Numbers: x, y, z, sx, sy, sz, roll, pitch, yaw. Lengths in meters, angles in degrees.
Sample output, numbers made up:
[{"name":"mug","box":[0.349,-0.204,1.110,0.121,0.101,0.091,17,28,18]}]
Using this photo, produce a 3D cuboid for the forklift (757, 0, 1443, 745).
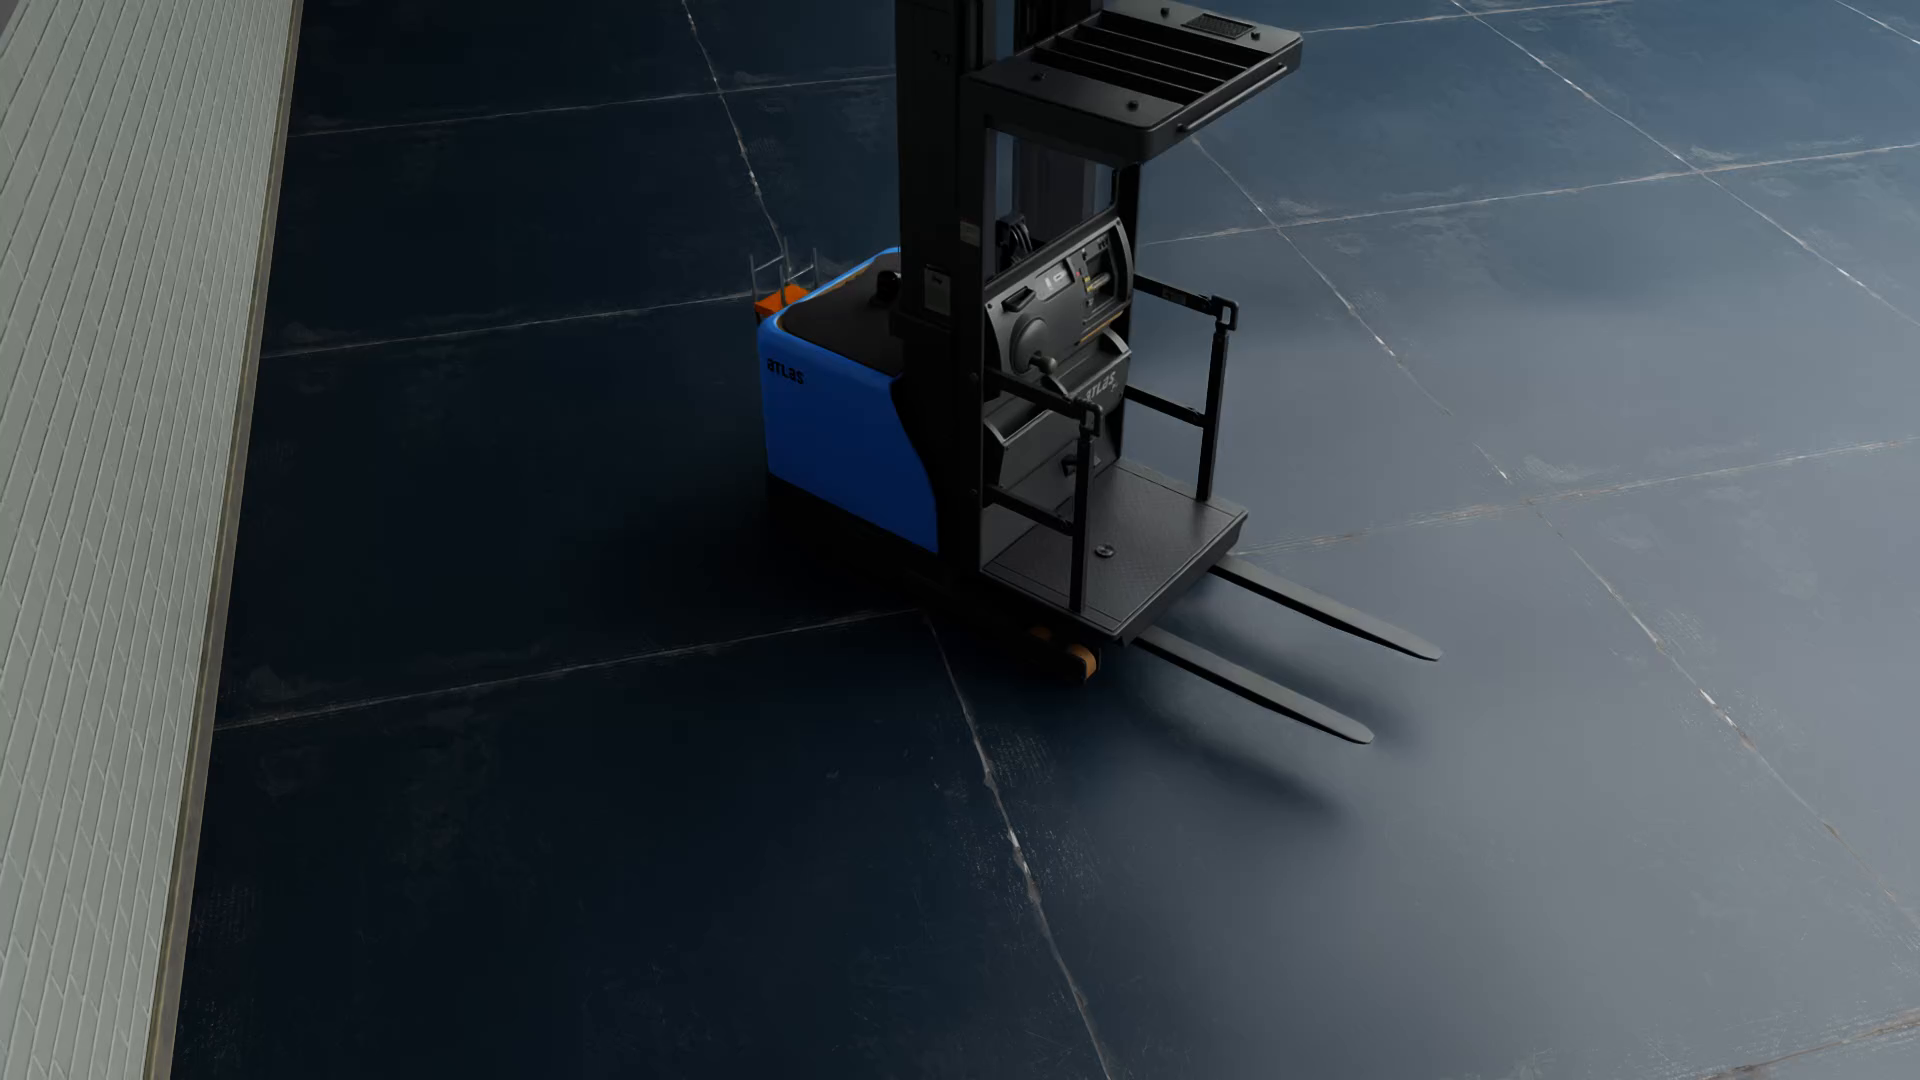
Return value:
[{"name":"forklift","box":[0.572,-0.930,6.554,3.031,2.935,1.130,25,44,29]}]

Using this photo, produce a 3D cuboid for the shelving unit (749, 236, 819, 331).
[{"name":"shelving unit","box":[-0.780,-0.812,7.818,0.189,1.200,0.258,24,44,31]}]

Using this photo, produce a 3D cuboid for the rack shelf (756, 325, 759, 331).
[{"name":"rack shelf","box":[-0.786,-0.970,7.703,0.180,0.103,0.258,24,44,31]}]

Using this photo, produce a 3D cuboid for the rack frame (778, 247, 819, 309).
[{"name":"rack frame","box":[-0.709,-0.780,7.770,0.006,1.200,0.240,24,44,31]}]

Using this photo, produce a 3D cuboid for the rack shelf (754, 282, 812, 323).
[{"name":"rack shelf","box":[-0.789,-1.067,7.632,0.180,0.103,0.258,24,44,31]}]

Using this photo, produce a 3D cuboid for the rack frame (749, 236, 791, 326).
[{"name":"rack frame","box":[-0.851,-0.844,7.866,0.006,1.200,0.240,24,44,31]}]
